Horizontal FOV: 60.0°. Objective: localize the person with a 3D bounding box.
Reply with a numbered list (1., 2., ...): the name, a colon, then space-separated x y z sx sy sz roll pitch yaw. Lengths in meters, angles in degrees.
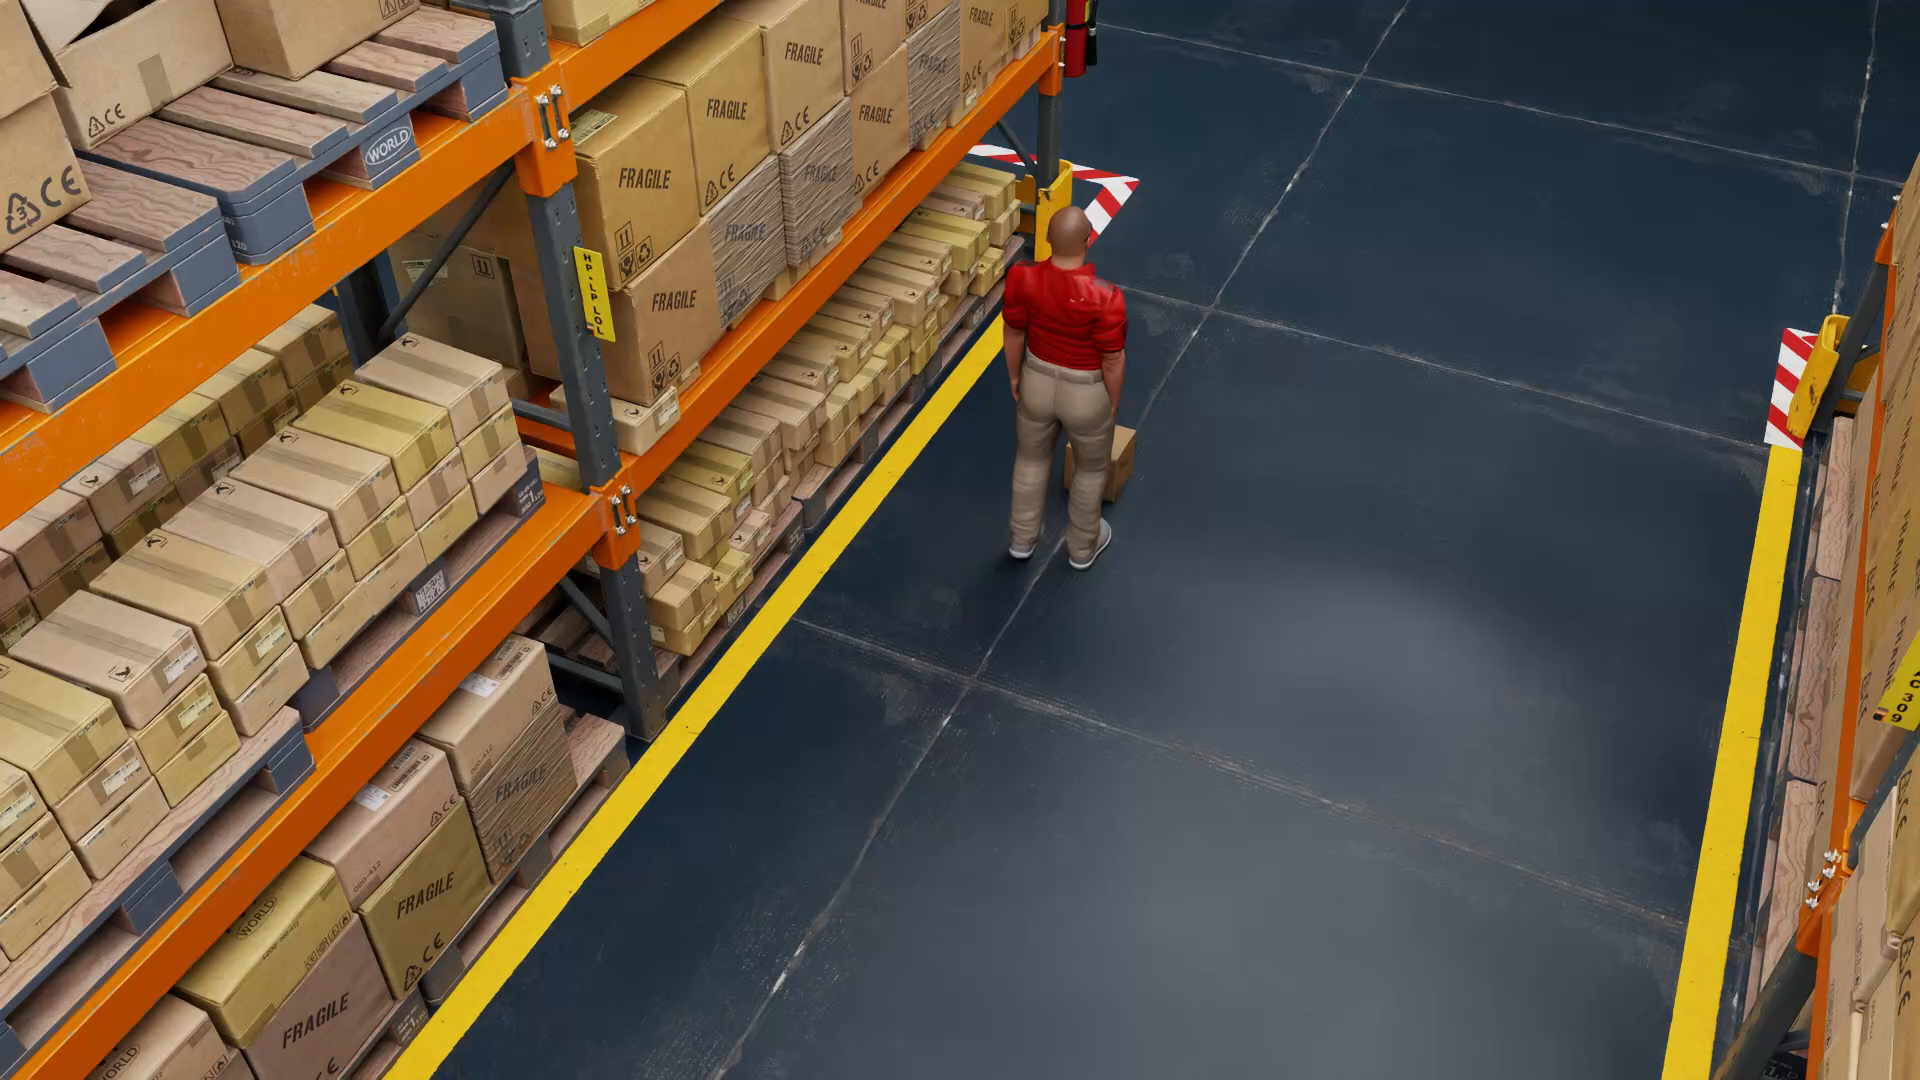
1. person: 0.436 -0.617 6.894 0.526 1.757 0.380 18 45 19
